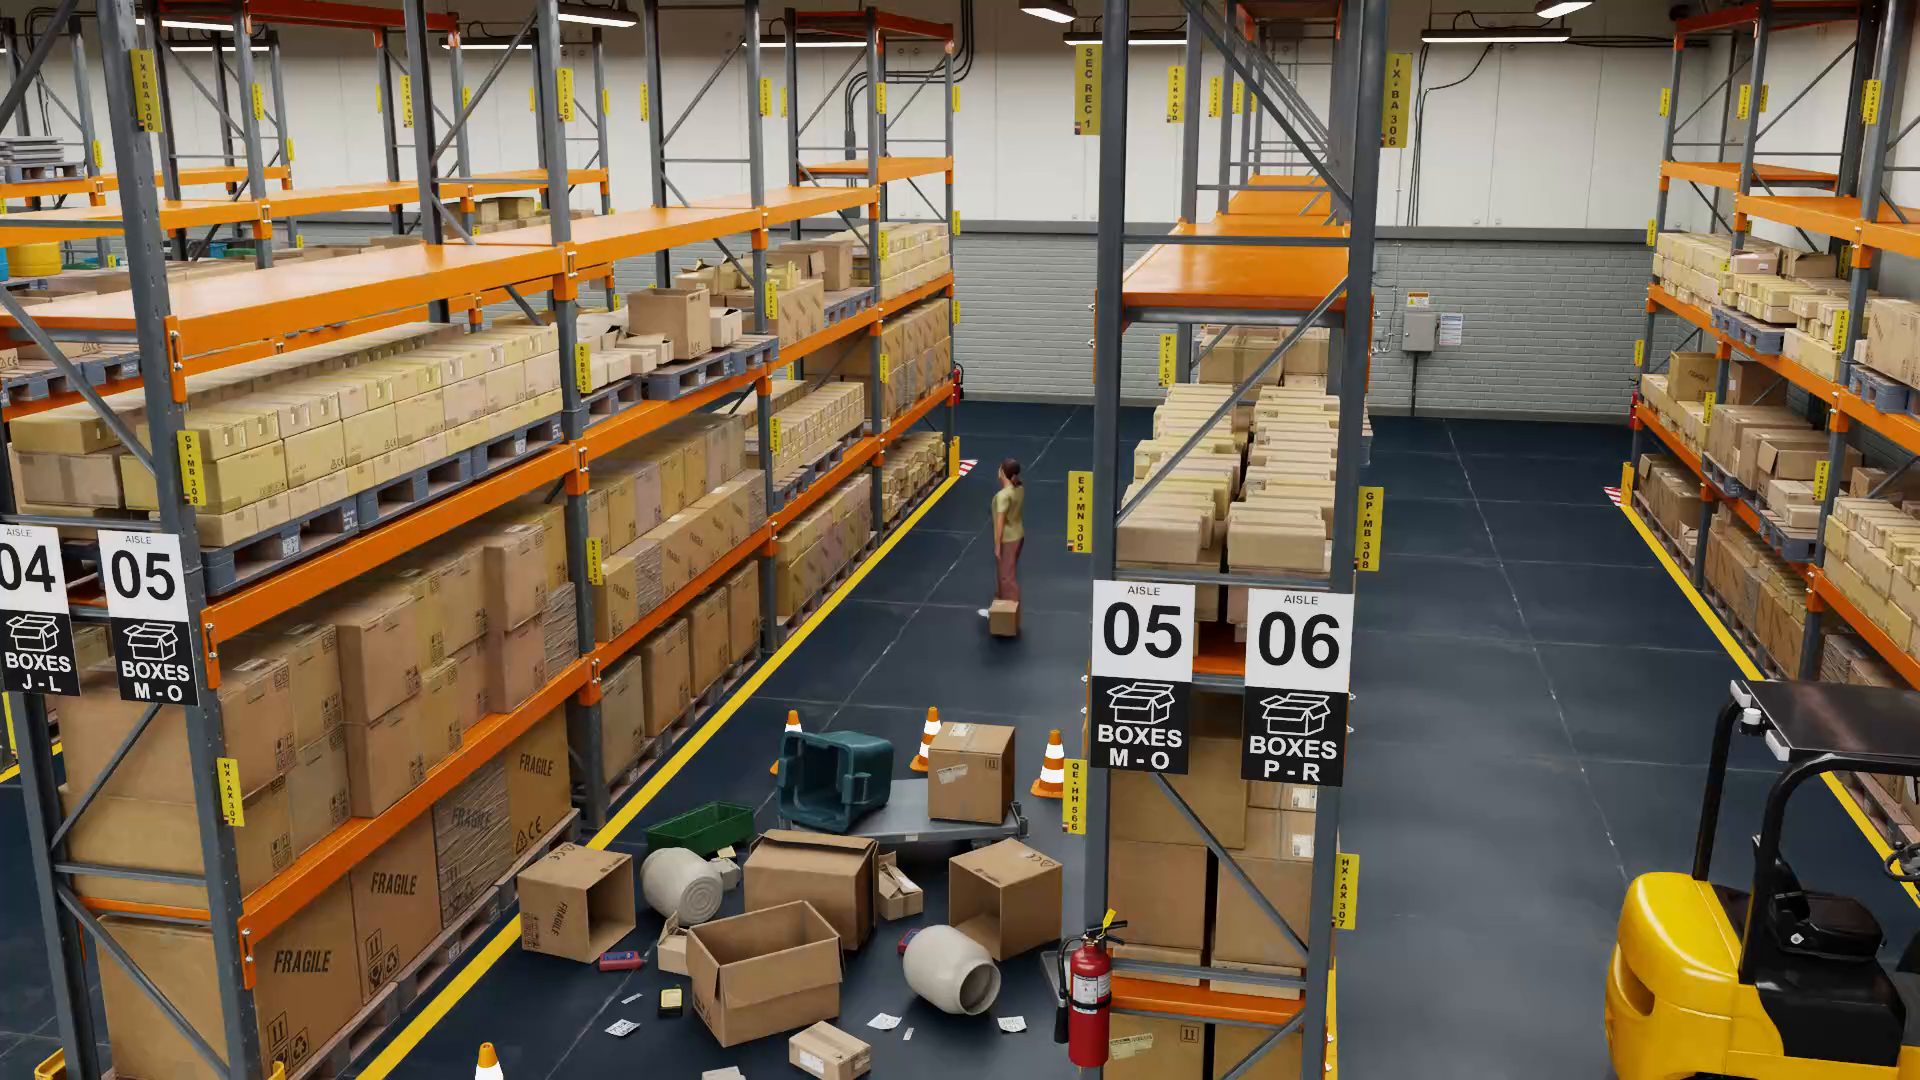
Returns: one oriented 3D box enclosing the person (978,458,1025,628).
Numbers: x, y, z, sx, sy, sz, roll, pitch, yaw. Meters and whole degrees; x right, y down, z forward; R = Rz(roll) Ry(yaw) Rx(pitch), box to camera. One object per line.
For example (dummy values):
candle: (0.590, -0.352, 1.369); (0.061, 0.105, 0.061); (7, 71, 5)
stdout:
person: (0.397, 0.017, 16.221); (0.527, 1.673, 0.507); (7, 16, 23)
